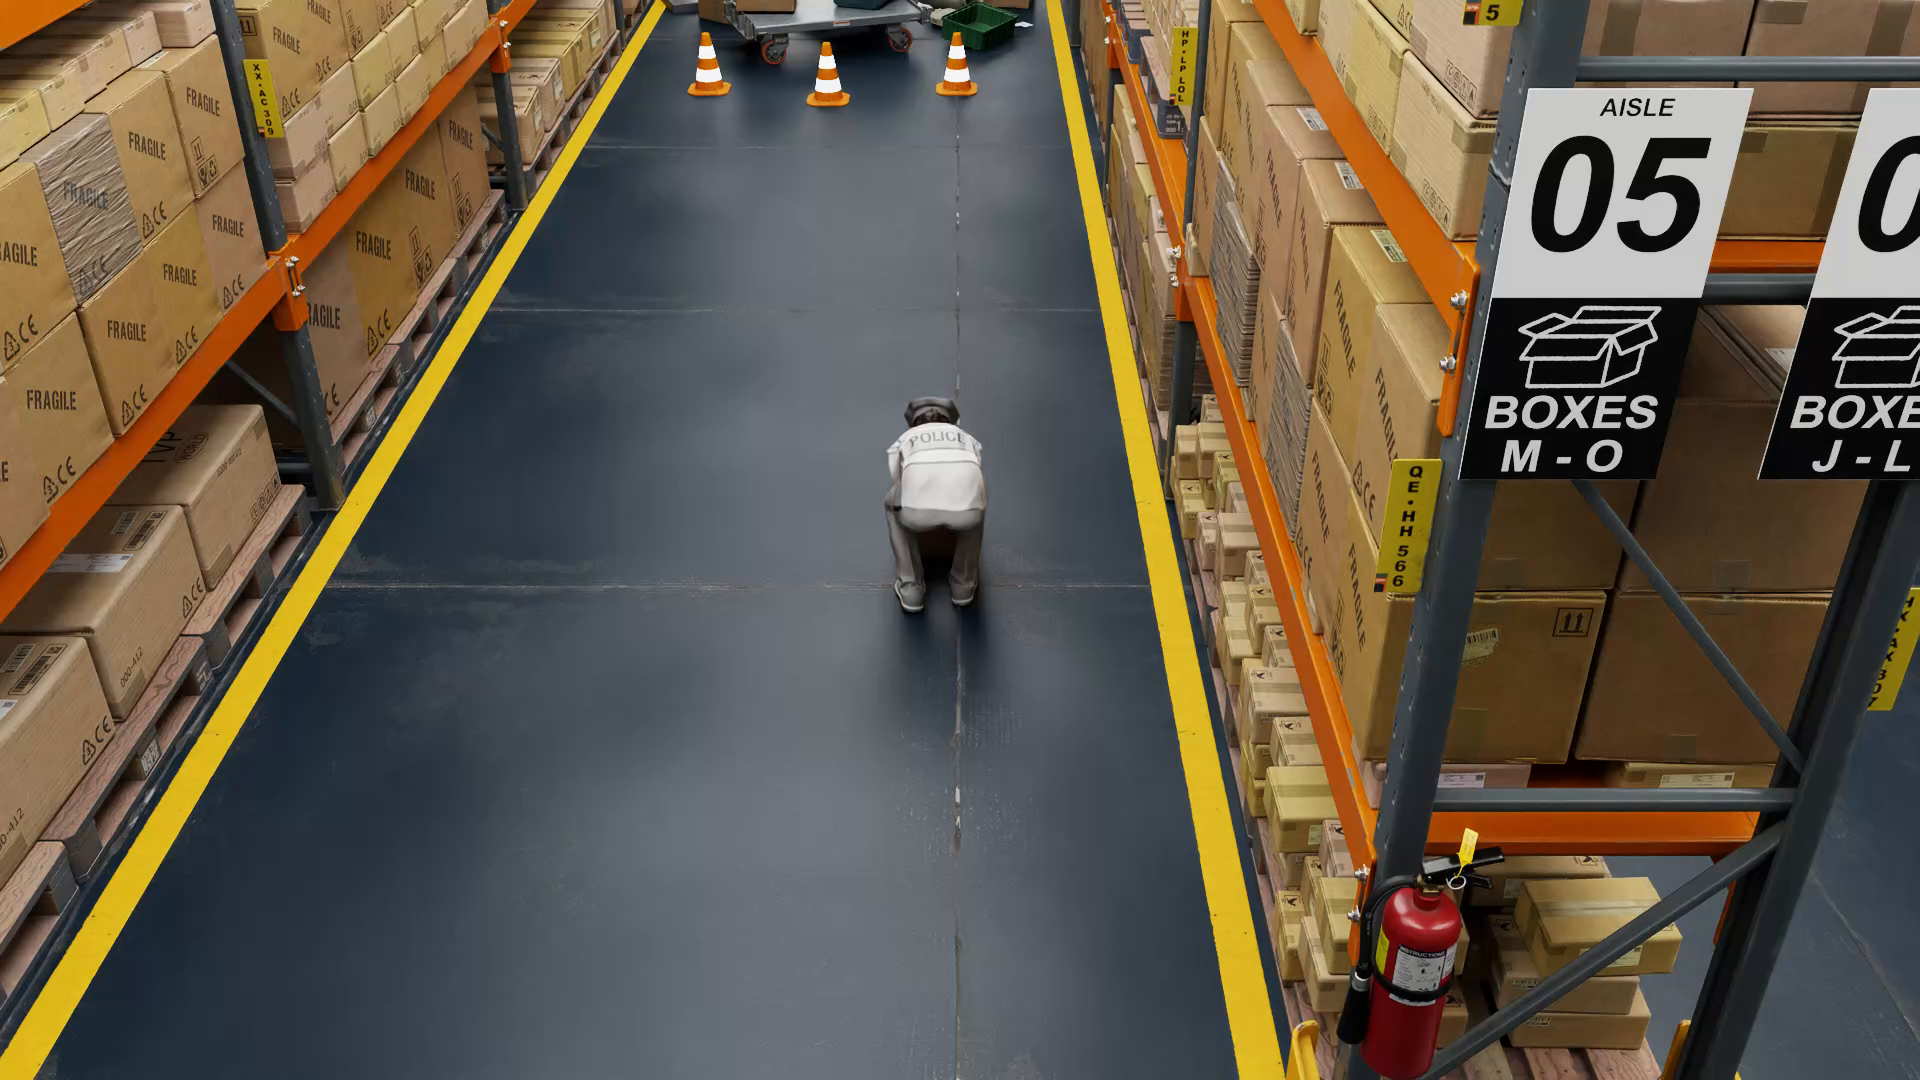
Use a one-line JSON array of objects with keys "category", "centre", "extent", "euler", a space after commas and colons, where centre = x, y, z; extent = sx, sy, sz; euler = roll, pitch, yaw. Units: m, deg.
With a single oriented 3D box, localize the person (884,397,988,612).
[{"category": "person", "centre": [-0.103, -0.149, 7.242], "extent": [0.456, 0.783, 0.910], "euler": [-1, 32, -2]}]
